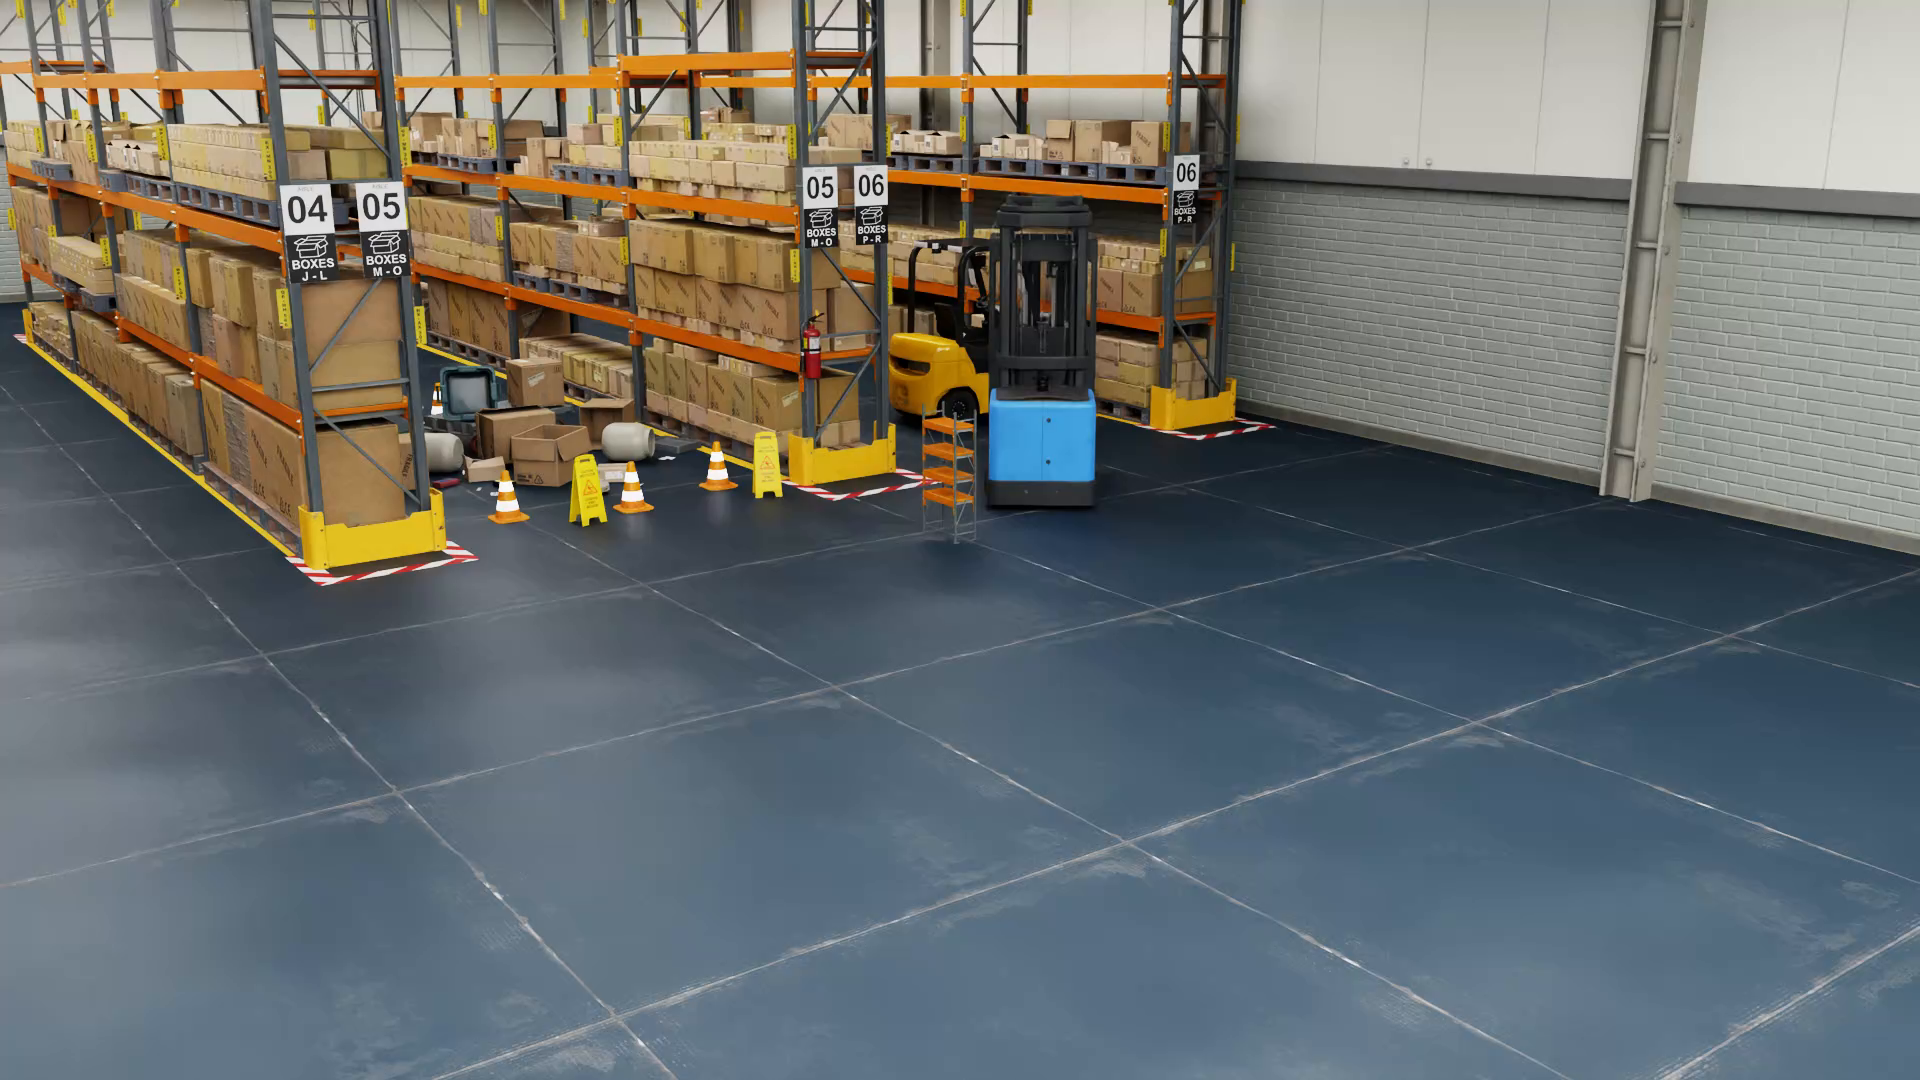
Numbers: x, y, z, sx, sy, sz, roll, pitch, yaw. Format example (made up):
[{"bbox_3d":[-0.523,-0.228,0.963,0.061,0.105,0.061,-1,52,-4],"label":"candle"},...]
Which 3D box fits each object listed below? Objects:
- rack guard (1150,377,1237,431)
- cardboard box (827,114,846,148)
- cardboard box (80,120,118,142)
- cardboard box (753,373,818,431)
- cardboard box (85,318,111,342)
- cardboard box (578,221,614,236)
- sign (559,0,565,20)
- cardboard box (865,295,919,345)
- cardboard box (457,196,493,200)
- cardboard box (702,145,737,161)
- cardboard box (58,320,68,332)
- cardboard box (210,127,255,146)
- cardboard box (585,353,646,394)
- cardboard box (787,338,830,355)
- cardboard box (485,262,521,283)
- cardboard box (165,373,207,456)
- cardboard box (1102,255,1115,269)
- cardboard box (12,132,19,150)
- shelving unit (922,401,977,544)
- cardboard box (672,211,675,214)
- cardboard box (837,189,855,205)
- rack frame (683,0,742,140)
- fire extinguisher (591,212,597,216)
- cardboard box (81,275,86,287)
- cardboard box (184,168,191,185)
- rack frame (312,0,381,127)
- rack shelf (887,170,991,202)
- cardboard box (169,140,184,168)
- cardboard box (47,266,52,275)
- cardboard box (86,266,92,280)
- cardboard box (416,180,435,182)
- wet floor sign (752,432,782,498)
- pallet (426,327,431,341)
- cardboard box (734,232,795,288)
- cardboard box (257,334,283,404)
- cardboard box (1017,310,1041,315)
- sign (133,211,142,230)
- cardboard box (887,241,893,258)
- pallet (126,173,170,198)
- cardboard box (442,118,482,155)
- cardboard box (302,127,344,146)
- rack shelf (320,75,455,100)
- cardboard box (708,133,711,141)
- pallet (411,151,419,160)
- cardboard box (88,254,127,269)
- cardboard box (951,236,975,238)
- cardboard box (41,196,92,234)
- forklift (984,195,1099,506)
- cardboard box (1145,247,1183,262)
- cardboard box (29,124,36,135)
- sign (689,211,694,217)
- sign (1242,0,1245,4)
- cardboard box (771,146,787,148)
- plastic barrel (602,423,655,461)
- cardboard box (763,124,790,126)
[{"bbox_3d":[2.841,-1.669,20.226,1.175,0.500,0.348,-11,19,-35],"label":"rack guard"},{"bbox_3d":[-1.649,-6.141,24.975,0.500,0.500,0.500,-11,19,-34],"label":"cardboard box"},{"bbox_3d":[-10.596,-5.044,20.502,0.396,0.266,0.258,-11,19,-35],"label":"cardboard box"},{"bbox_3d":[-1.868,-1.477,17.783,0.500,0.500,0.500,-11,19,-34],"label":"cardboard box"},{"bbox_3d":[-11.355,-2.818,22.208,0.500,0.250,0.500,-10,18,-32],"label":"cardboard box"},{"bbox_3d":[-4.588,-3.933,20.987,0.380,0.149,0.250,-12,19,-37],"label":"cardboard box"},{"bbox_3d":[-5.457,-7.285,22.728,0.100,0.325,0.005,-11,19,-35],"label":"sign"},{"bbox_3d":[-1.131,-3.371,25.415,0.875,0.625,0.625,-10,18,-33],"label":"cardboard box"},{"bbox_3d":[-7.466,-5.035,25.708,0.500,0.500,0.500,-10,18,-33],"label":"cardboard box"},{"bbox_3d":[-2.553,-4.167,17.903,0.380,0.149,0.250,-10,18,-33],"label":"cardboard box"},{"bbox_3d":[-12.941,-3.131,24.312,0.380,0.149,0.250,-11,19,-35],"label":"cardboard box"},{"bbox_3d":[-6.500,-3.624,14.934,0.380,0.149,0.250,-11,19,-34],"label":"cardboard box"},{"bbox_3d":[-4.274,-2.162,21.476,0.950,0.372,0.625,-10,18,-31],"label":"cardboard box"},{"bbox_3d":[-1.579,-2.034,17.301,0.380,0.149,0.250,-10,18,-33],"label":"cardboard box"},{"bbox_3d":[-6.398,-3.812,23.606,0.500,0.250,0.500,-12,19,-36],"label":"cardboard box"},{"bbox_3d":[-7.921,-1.409,18.006,1.050,0.750,0.750,-11,19,-35],"label":"cardboard box"},{"bbox_3d":[1.982,-3.441,20.547,0.380,0.149,0.250,-11,19,-35],"label":"cardboard box"},{"bbox_3d":[-13.896,-5.995,24.954,0.500,0.250,0.500,-11,19,-34],"label":"cardboard box"},{"bbox_3d":[-0.097,-0.614,15.047,0.258,1.200,0.503,-11,19,-35],"label":"shelving unit"},{"bbox_3d":[-5.199,-5.982,30.970,0.500,0.250,0.500,-11,19,-35],"label":"cardboard box"},{"bbox_3d":[-1.119,-3.555,17.177,0.380,0.149,0.250,-11,19,-34],"label":"cardboard box"},{"bbox_3d":[-4.229,-8.336,28.485,1.000,3.000,0.127,-11,19,-35],"label":"rack frame"},{"bbox_3d":[-7.042,-6.039,32.310,0.296,0.674,0.183,-11,19,-35],"label":"fire extinguisher"},{"bbox_3d":[-10.936,-3.304,21.146,0.380,0.149,0.250,-11,19,-35],"label":"cardboard box"},{"bbox_3d":[-7.244,-3.510,16.027,0.380,0.149,0.250,-11,19,-35],"label":"cardboard box"},{"bbox_3d":[-10.594,-8.418,28.788,1.000,3.000,0.127,-11,19,-35],"label":"rack frame"},{"bbox_3d":[-0.701,-5.261,24.295,1.077,0.370,4.000,-11,19,-35],"label":"rack shelf"},{"bbox_3d":[-7.422,-3.793,16.307,0.500,0.250,0.500,-11,19,-34],"label":"cardboard box"},{"bbox_3d":[-13.208,-4.001,24.488,0.380,0.149,0.250,-12,19,-37],"label":"cardboard box"},{"bbox_3d":[-10.652,-3.343,20.725,0.380,0.149,0.250,-10,18,-32],"label":"cardboard box"},{"bbox_3d":[-8.795,-5.846,27.441,0.380,0.149,0.250,-12,19,-36],"label":"cardboard box"},{"bbox_3d":[-1.940,-0.766,16.653,0.267,0.644,0.232,-4,16,-15],"label":"wet floor sign"},{"bbox_3d":[-8.626,-3.500,27.465,1.003,0.211,1.213,-11,19,-35],"label":"pallet"},{"bbox_3d":[-1.955,-2.967,17.586,0.700,0.500,0.500,-11,19,-34],"label":"cardboard box"},{"bbox_3d":[-5.727,-1.577,14.872,0.875,0.550,0.550,-11,19,-35],"label":"cardboard box"},{"bbox_3d":[0.920,-3.017,22.937,0.500,0.250,0.500,-10,18,-33],"label":"cardboard box"},{"bbox_3d":[-11.740,-4.526,23.738,0.100,0.325,0.005,-11,19,-35],"label":"sign"},{"bbox_3d":[-0.907,-4.297,24.431,0.500,0.250,0.500,-11,19,-34],"label":"cardboard box"},{"bbox_3d":[-8.753,-4.015,18.738,1.003,0.211,1.213,-10,18,-32],"label":"pallet"},{"bbox_3d":[-7.161,-5.845,24.084,0.500,0.500,0.500,-11,19,-34],"label":"cardboard box"},{"bbox_3d":[-5.667,-3.617,14.909,0.380,0.149,0.250,-11,19,-35],"label":"cardboard box"},{"bbox_3d":[-9.418,-7.451,27.375,1.077,0.370,4.000,-11,19,-35],"label":"rack shelf"},{"bbox_3d":[-4.023,-6.793,28.023,0.380,0.149,0.250,-11,19,-34],"label":"cardboard box"},{"bbox_3d":[-8.715,-6.251,26.719,1.003,0.211,1.213,-11,19,-35],"label":"pallet"},{"bbox_3d":[-10.494,-3.428,20.474,0.380,0.149,0.250,-12,19,-37],"label":"cardboard box"},{"bbox_3d":[0.094,-4.133,23.077,0.380,0.149,0.250,-10,18,-33],"label":"cardboard box"},{"bbox_3d":[-12.682,-4.613,23.602,0.500,0.500,0.500,-12,19,-36],"label":"cardboard box"},{"bbox_3d":[0.844,-2.075,17.106,1.130,2.935,3.031,1,15,2],"label":"forklift"},{"bbox_3d":[2.445,-3.428,19.937,0.380,0.149,0.250,-11,19,-34],"label":"cardboard box"},{"bbox_3d":[-12.933,-5.814,23.534,0.380,0.149,0.250,-11,19,-35],"label":"cardboard box"},{"bbox_3d":[-4.664,-5.774,28.849,0.100,0.325,0.005,-11,19,-35],"label":"sign"},{"bbox_3d":[3.279,-6.385,19.289,0.100,0.325,0.005,-11,19,-35],"label":"sign"},{"bbox_3d":[-1.799,-4.144,17.816,0.380,0.149,0.250,-11,19,-35],"label":"cardboard box"},{"bbox_3d":[-3.626,-1.072,18.190,0.512,0.421,0.421,1,15,4],"label":"plastic barrel"},{"bbox_3d":[-3.031,-6.791,27.451,0.380,0.149,0.250,-10,18,-33],"label":"cardboard box"}]
